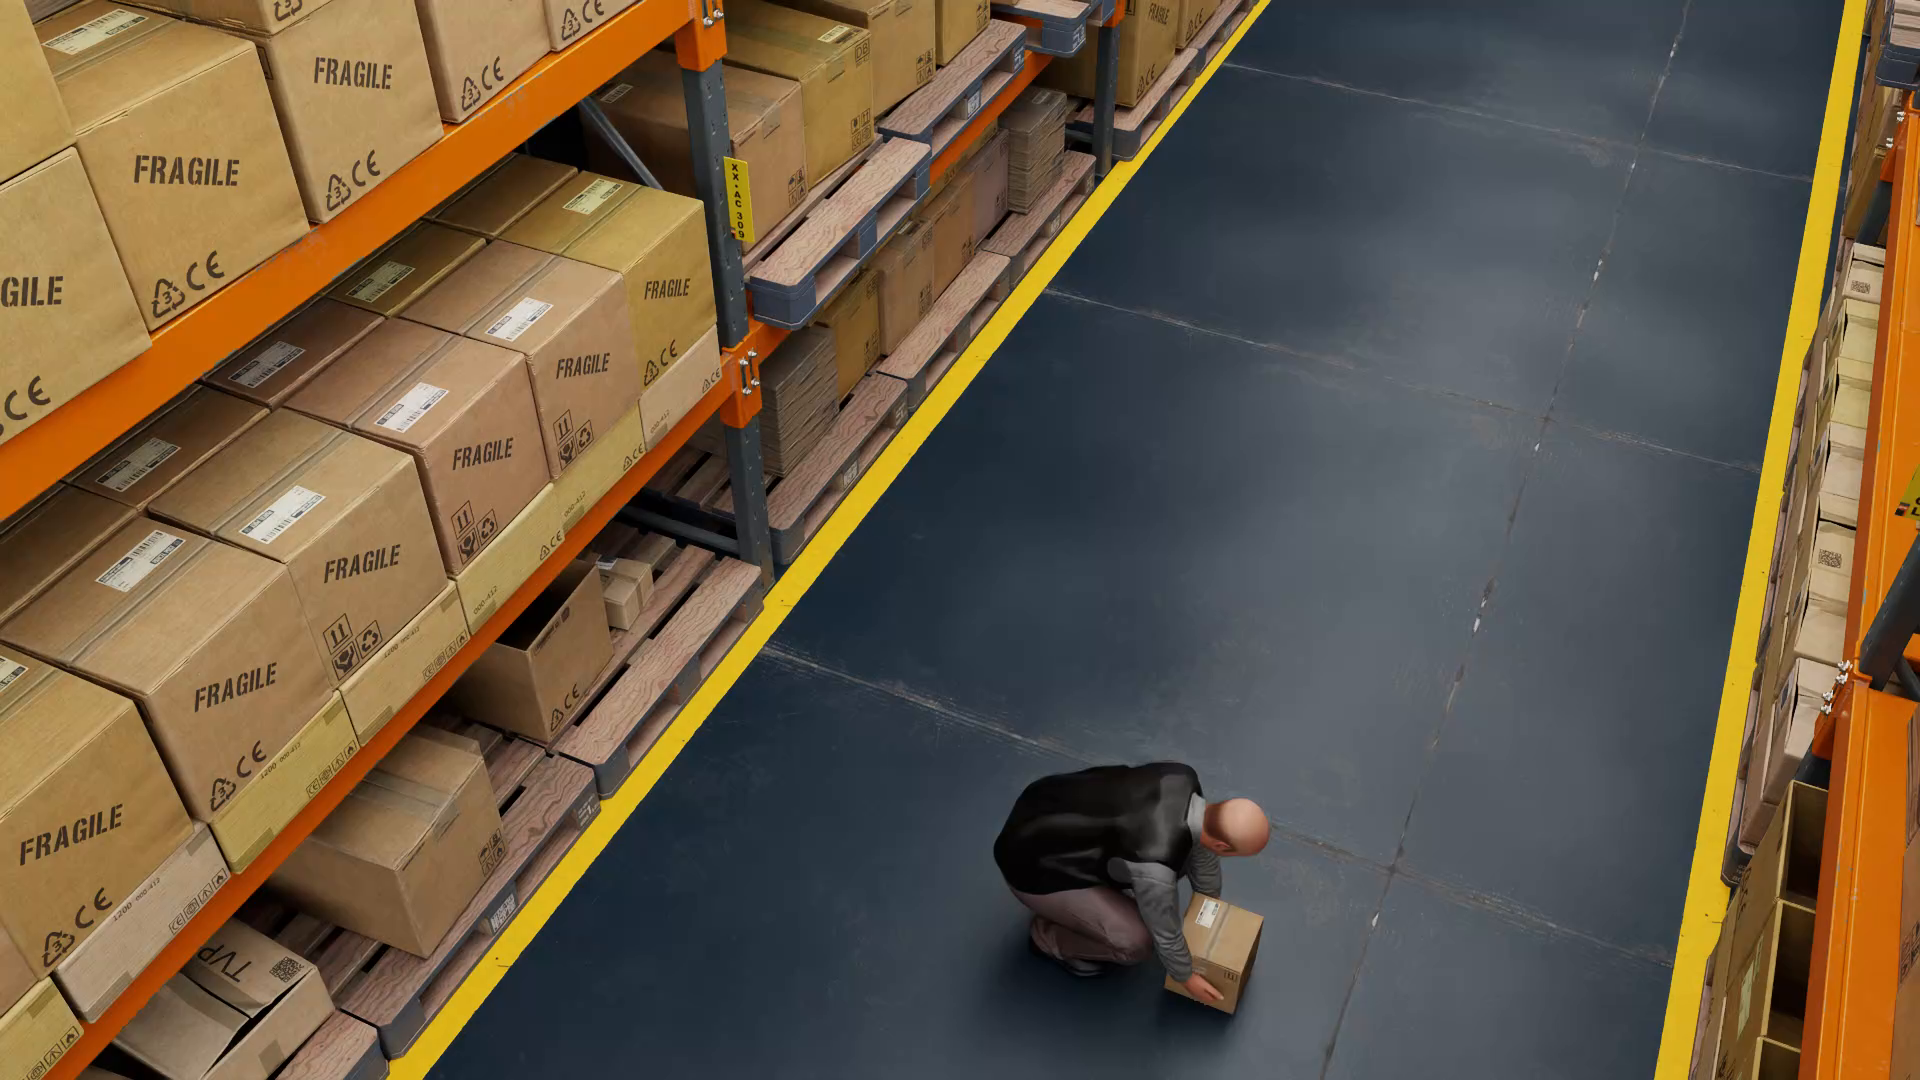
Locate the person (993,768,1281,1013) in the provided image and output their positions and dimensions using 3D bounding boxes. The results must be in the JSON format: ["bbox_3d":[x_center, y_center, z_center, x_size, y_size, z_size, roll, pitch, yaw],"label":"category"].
[{"bbox_3d":[0.588,1.148,5.637,0.932,0.796,0.510,16,44,18],"label":"person"}]
